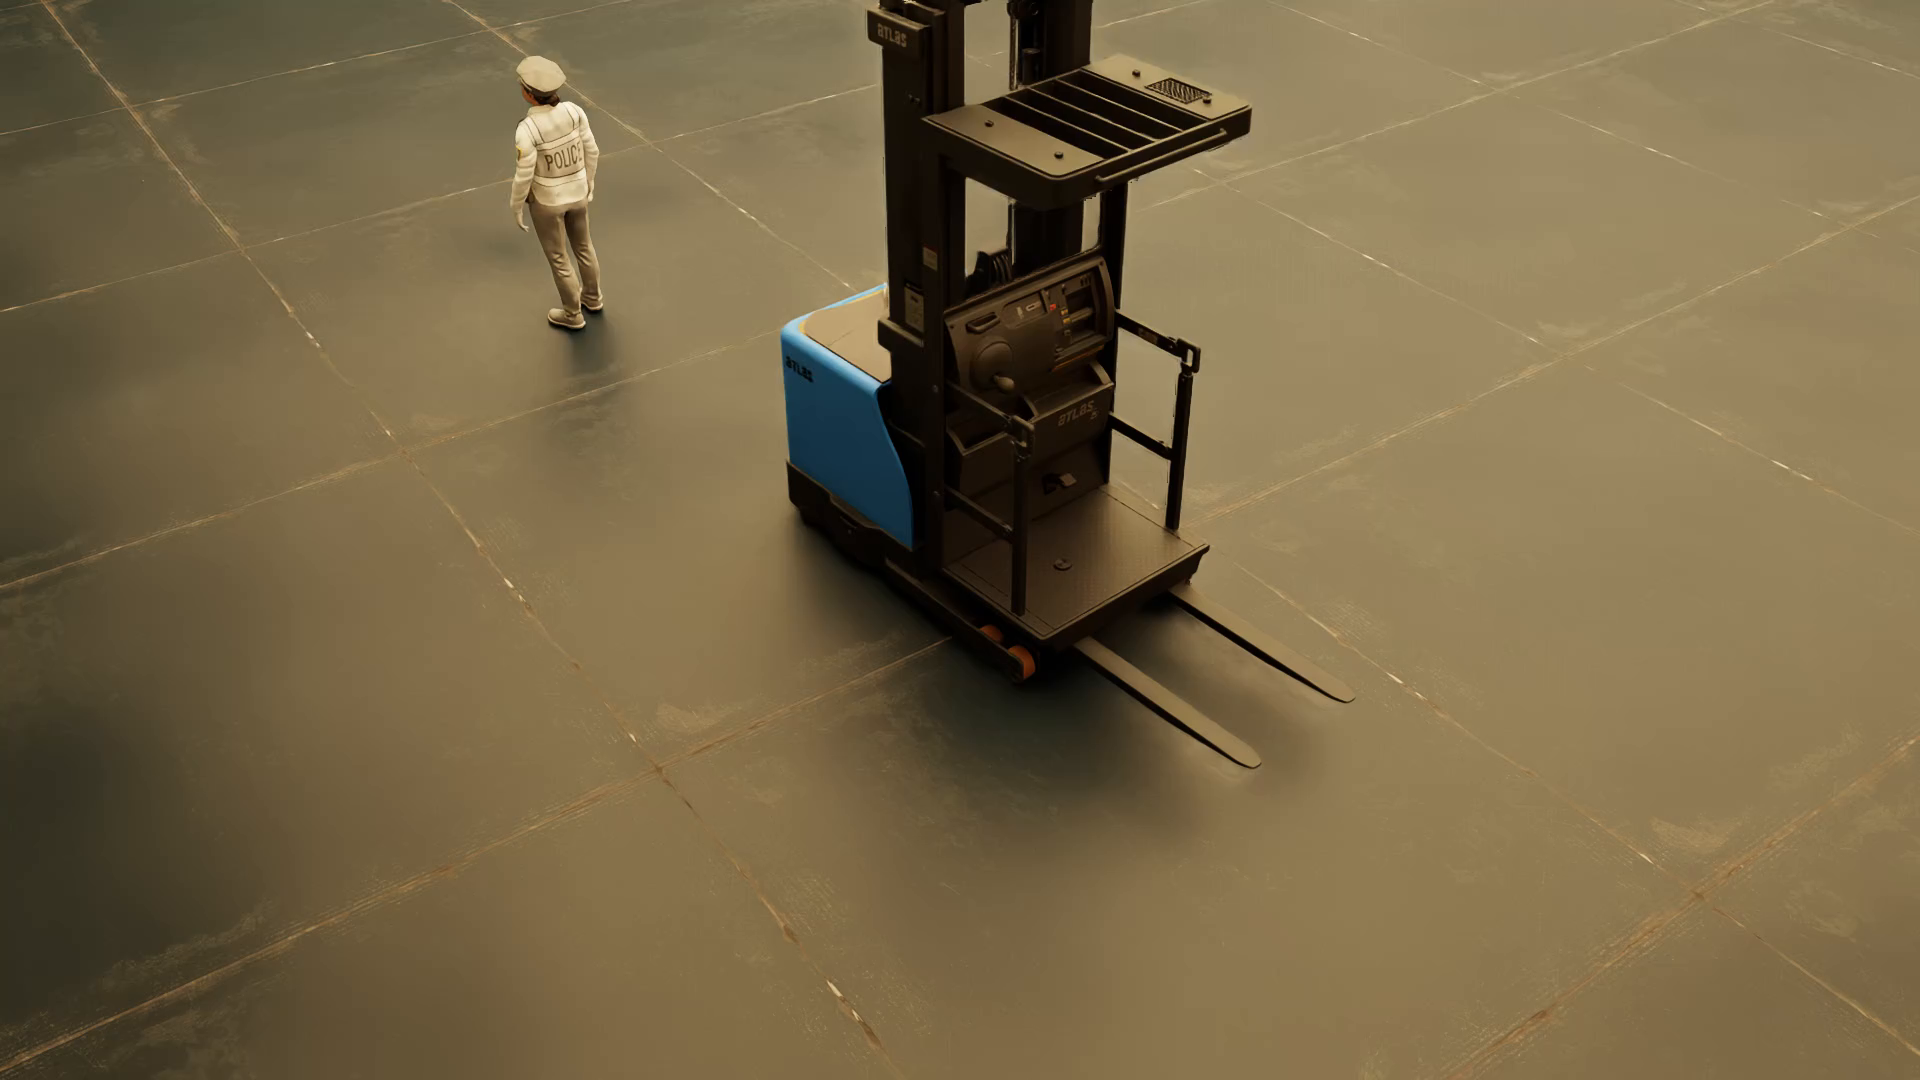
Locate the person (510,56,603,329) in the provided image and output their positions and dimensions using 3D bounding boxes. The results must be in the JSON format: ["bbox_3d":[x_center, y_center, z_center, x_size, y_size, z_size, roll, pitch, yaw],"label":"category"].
[{"bbox_3d":[-2.385,-2.017,9.701,0.532,1.695,0.586,30,46,34],"label":"person"}]

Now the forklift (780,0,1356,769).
[{"bbox_3d":[0.457,-0.878,7.132,1.130,2.935,3.031,-27,44,-32],"label":"forklift"}]
